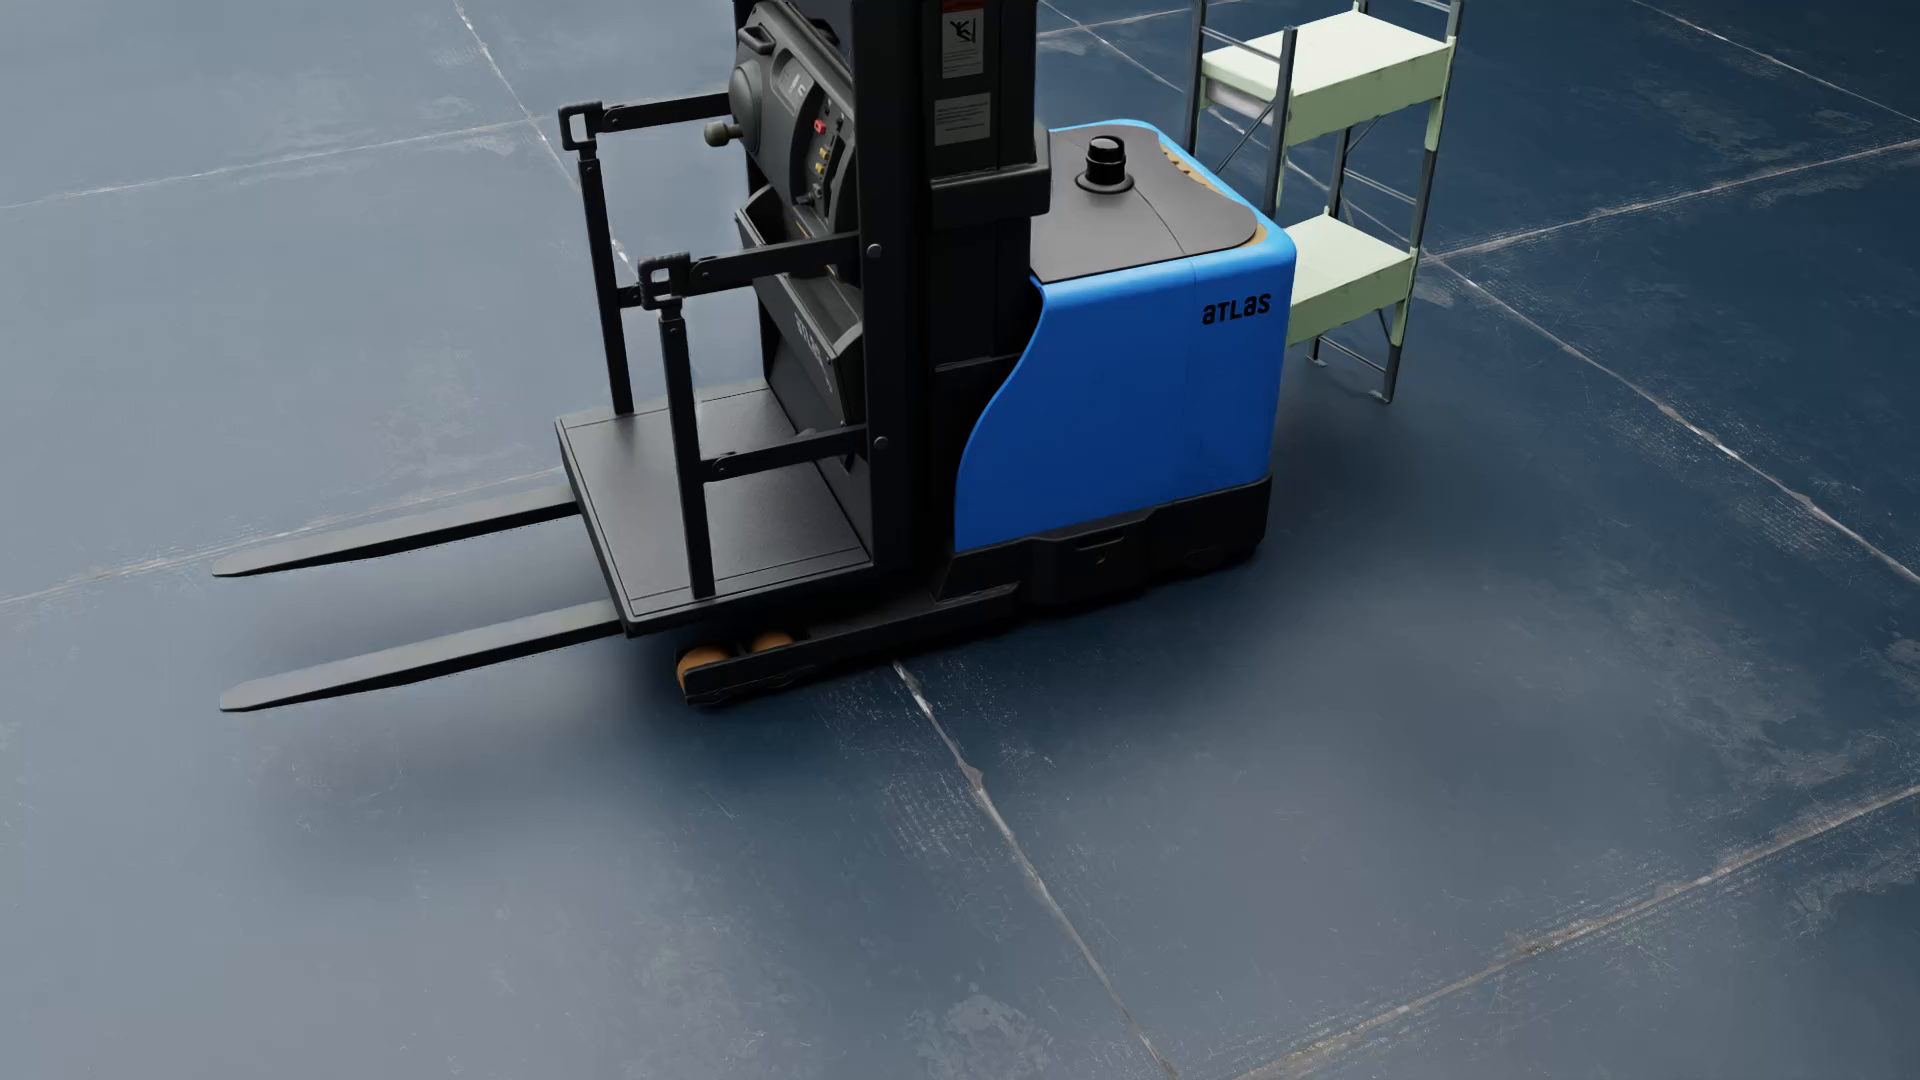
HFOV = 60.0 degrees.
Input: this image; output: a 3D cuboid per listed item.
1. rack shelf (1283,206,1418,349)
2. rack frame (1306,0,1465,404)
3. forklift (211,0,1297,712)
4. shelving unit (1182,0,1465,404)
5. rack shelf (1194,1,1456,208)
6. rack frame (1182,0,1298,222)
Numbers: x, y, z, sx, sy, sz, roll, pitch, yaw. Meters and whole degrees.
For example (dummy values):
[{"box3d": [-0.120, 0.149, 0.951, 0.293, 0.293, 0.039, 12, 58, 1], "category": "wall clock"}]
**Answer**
[{"box3d": [1.116, -0.793, 5.608, 0.720, 0.370, 0.431, -24, 43, -29], "category": "rack shelf"}, {"box3d": [1.410, -1.185, 5.589, 0.023, 1.500, 0.400, -24, 43, -29], "category": "rack frame"}, {"box3d": [-0.621, -1.075, 4.239, 3.031, 2.935, 1.130, -13, 39, -17], "category": "forklift"}, {"box3d": [1.116, -1.055, 5.413, 0.755, 1.500, 0.431, -24, 43, -29], "category": "shelving unit"}, {"box3d": [1.116, -1.368, 5.181, 0.720, 0.370, 0.431, -24, 43, -29], "category": "rack shelf"}, {"box3d": [0.822, -0.925, 5.238, 0.023, 1.500, 0.400, -24, 43, -29], "category": "rack frame"}]
